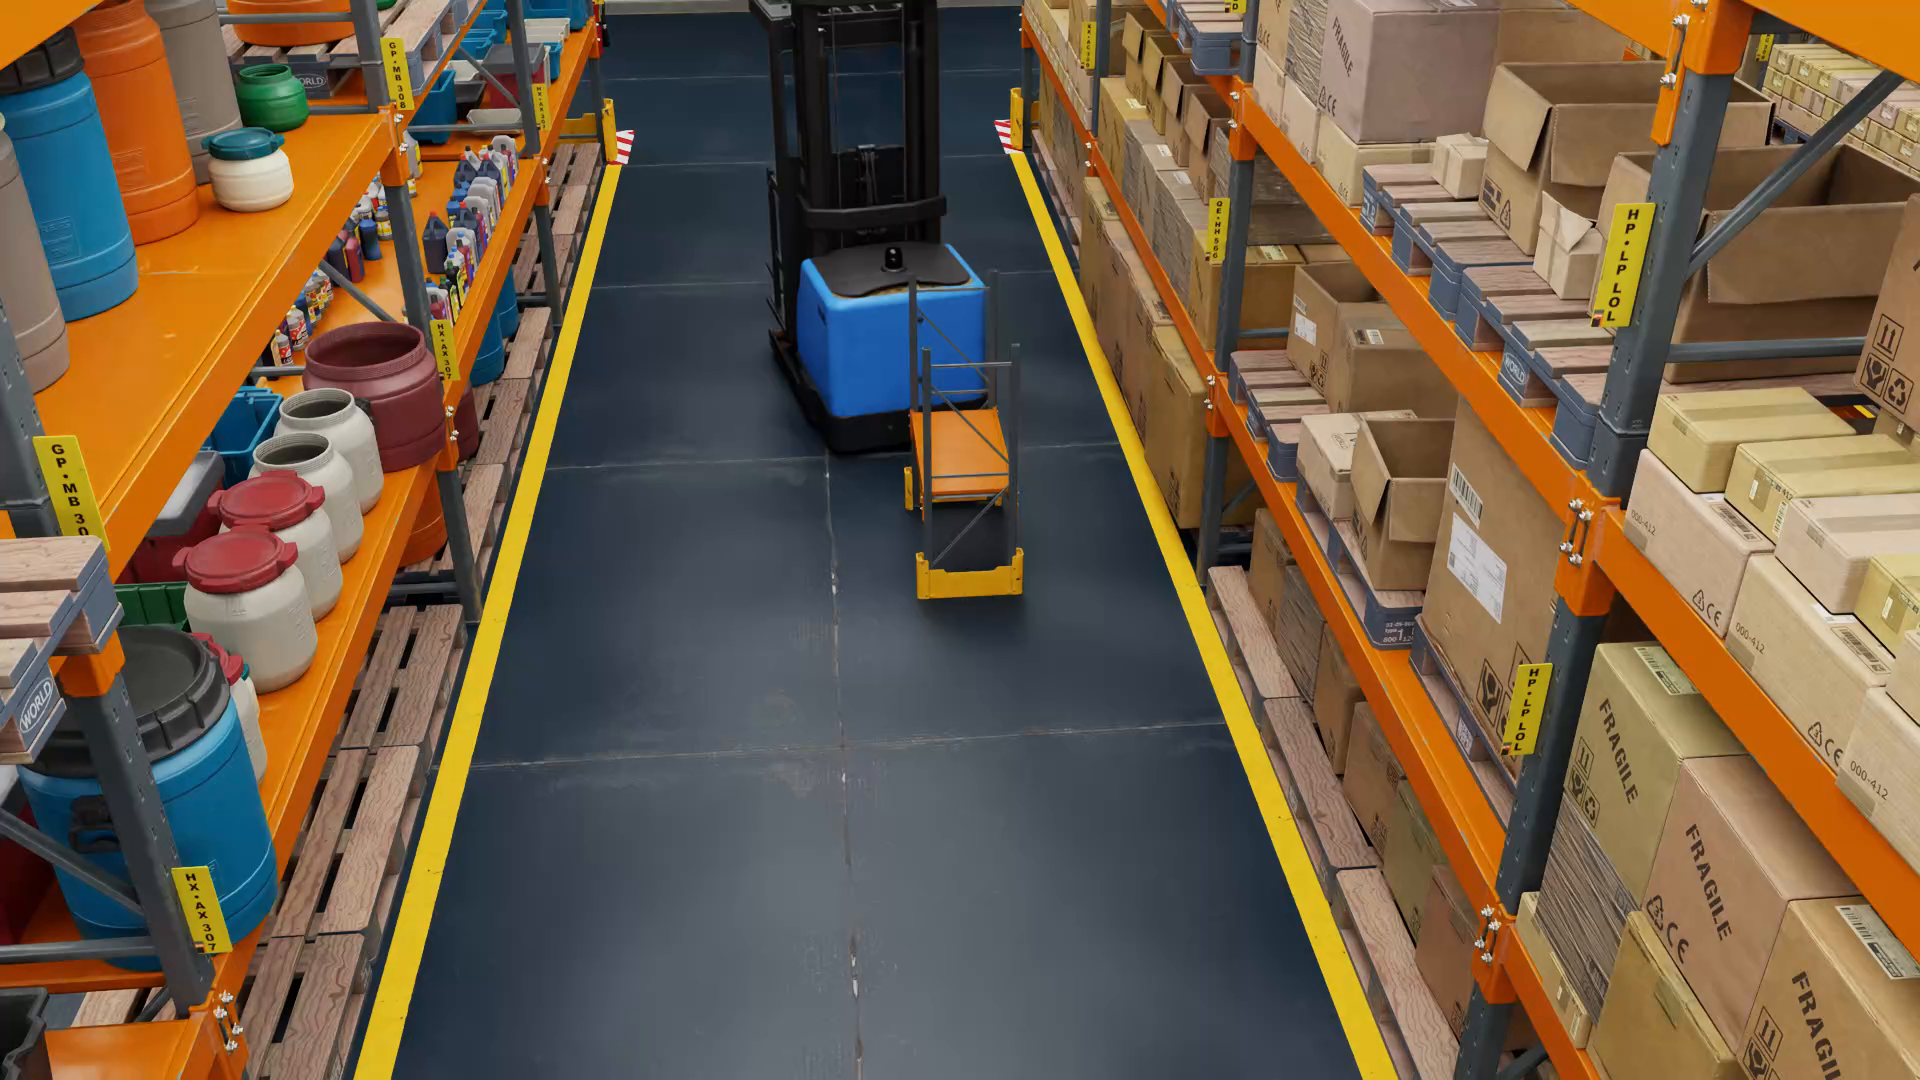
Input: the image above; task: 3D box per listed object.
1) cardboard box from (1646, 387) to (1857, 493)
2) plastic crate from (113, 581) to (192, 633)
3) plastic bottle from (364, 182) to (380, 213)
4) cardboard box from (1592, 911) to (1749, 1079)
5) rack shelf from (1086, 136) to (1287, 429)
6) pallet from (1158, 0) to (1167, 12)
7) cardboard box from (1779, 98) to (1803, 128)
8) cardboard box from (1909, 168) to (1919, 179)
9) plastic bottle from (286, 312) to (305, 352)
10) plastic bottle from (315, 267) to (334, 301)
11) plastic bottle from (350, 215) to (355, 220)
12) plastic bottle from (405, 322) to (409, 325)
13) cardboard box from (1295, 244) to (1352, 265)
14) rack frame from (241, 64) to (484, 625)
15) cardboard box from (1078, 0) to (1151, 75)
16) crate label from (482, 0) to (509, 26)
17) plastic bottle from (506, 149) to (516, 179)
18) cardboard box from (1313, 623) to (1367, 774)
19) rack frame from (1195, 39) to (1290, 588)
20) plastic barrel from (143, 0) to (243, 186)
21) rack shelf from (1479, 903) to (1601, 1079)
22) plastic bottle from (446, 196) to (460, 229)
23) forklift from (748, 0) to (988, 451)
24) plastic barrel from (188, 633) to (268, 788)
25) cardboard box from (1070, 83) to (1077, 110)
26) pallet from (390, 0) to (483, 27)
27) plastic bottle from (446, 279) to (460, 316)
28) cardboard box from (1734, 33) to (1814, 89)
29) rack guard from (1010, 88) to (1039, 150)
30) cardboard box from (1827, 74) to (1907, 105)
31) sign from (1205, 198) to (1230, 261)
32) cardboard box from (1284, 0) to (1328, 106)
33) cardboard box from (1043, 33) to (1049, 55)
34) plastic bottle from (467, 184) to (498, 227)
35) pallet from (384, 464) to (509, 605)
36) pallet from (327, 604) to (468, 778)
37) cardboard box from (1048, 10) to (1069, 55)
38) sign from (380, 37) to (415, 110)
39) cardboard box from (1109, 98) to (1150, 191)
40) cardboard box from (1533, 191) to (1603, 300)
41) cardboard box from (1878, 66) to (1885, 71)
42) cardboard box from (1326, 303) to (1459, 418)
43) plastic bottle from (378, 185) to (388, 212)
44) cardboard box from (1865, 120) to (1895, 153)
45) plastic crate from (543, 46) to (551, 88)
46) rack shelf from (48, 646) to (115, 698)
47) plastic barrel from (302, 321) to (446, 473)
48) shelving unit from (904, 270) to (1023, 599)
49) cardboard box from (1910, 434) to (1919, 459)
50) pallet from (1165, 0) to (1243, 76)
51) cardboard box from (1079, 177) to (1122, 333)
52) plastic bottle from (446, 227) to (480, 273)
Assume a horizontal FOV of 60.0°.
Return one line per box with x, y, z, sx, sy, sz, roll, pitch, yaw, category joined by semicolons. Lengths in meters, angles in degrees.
1.931;-0.248;4.072;0.380;0.149;0.250;-4;31;-6;cardboard box
-3.167;0.419;6.330;0.450;0.188;0.662;-3;31;-5;plastic crate
-3.720;-2.100;10.462;0.152;0.276;0.135;-3;31;-5;plastic bottle
2.200;1.285;4.285;0.875;0.500;0.500;-3;31;-5;cardboard box
1.647;-1.788;10.520;1.077;0.370;4.000;-3;31;-5;rack shelf
1.614;-3.180;9.407;1.003;0.211;1.213;-1;31;-2;pallet
6.019;-3.012;11.703;0.380;0.149;0.250;-2;31;-4;cardboard box
6.164;-2.219;10.376;0.380;0.149;0.250;-2;31;-3;cardboard box
-3.574;-1.117;8.889;0.097;0.201;0.097;0;31;0;plastic bottle
-3.637;-1.465;9.471;0.097;0.201;0.097;0;31;0;plastic bottle
-3.706;-1.870;10.080;0.097;0.271;0.097;0;31;0;plastic bottle
-2.816;-1.022;8.656;0.152;0.276;0.135;-3;31;-5;plastic bottle
2.060;-1.380;9.038;0.500;0.500;0.500;-2;31;-3;cardboard box
-3.097;-0.839;8.229;1.000;3.000;0.127;-3;31;-5;rack frame
1.151;-3.725;12.186;0.500;0.500;0.500;-2;31;-3;cardboard box
-4.149;-4.735;14.857;0.416;0.233;0.303;-3;31;-5;crate label
-3.074;-2.552;11.291;0.097;0.201;0.097;0;31;0;plastic bottle
2.041;0.721;7.626;0.700;0.500;0.500;0;31;0;cardboard box
1.834;-1.076;8.626;1.000;3.000;0.127;-3;31;-5;rack frame
-3.236;-1.912;6.612;0.600;0.901;0.600;0;31;0;plastic barrel
2.395;2.296;3.682;1.077;0.370;4.000;-3;31;-5;rack shelf
-3.119;-1.993;10.287;0.097;0.271;0.097;0;31;0;plastic bottle
-0.743;-2.566;11.187;1.130;2.935;3.031;-9;32;-15;forklift
-2.594;0.646;5.610;0.433;0.535;0.433;0;31;0;plastic barrel
1.058;-3.413;12.783;0.380;0.149;0.250;-3;31;-5;cardboard box
-3.191;-3.113;9.296;1.003;0.211;1.213;-3;31;-5;pallet
-2.855;-1.355;9.286;0.097;0.201;0.097;0;31;0;plastic bottle
6.082;-3.708;12.645;0.500;0.500;0.500;-3;31;-5;cardboard box
1.084;-4.099;16.126;1.175;0.500;0.348;-3;31;-5;rack guard
6.061;-3.008;11.116;0.380;0.149;0.250;-3;31;-5;cardboard box
1.282;-1.545;8.282;0.100;0.325;0.005;-3;31;-5;sign
1.666;-2.110;6.847;0.500;0.500;0.500;-3;31;-4;cardboard box
0.914;-4.199;14.100;0.380;0.149;0.250;-3;31;-5;cardboard box
-3.018;-2.129;10.510;0.152;0.276;0.135;-3;31;-5;plastic bottle
-3.212;-0.042;9.614;1.003;0.211;1.213;-3;31;-5;pallet
-3.063;0.756;8.279;1.003;0.211;1.213;-3;31;-5;pallet
1.015;-4.178;13.675;0.500;0.250;0.500;-3;31;-6;cardboard box
-2.550;-2.111;7.537;0.100;0.325;0.005;-3;31;-5;sign
1.302;-2.658;11.177;0.500;0.500;0.500;-3;31;-5;cardboard box
2.020;-0.919;5.160;0.396;0.266;0.258;-2;31;-3;cardboard box
6.666;-3.299;11.604;0.380;0.149;0.250;-4;31;-6;cardboard box
2.076;-0.745;7.565;0.700;0.500;0.500;2;31;3;cardboard box
-3.569;-2.108;10.474;0.152;0.276;0.135;-3;31;-5;plastic bottle
6.115;-2.611;10.742;0.380;0.149;0.250;-3;31;-5;cardboard box
-3.430;-3.644;12.983;0.437;0.282;0.530;-3;31;-5;plastic crate
-2.537;1.246;2.516;1.077;0.370;4.000;-3;31;-5;rack shelf
-2.752;-0.675;7.822;0.600;0.536;0.708;-3;31;-5;plastic barrel
0.007;-0.605;9.300;0.587;1.500;1.083;-3;31;-5;shelving unit
2.460;-0.135;3.884;0.380;0.149;0.250;-2;31;-4;cardboard box
1.721;-2.609;8.451;1.213;0.211;1.003;-1;31;-2;pallet
1.540;-2.060;11.937;1.225;0.875;0.875;-3;31;-4;cardboard box
-2.945;-1.730;9.842;0.152;0.276;0.135;-3;31;-5;plastic bottle
